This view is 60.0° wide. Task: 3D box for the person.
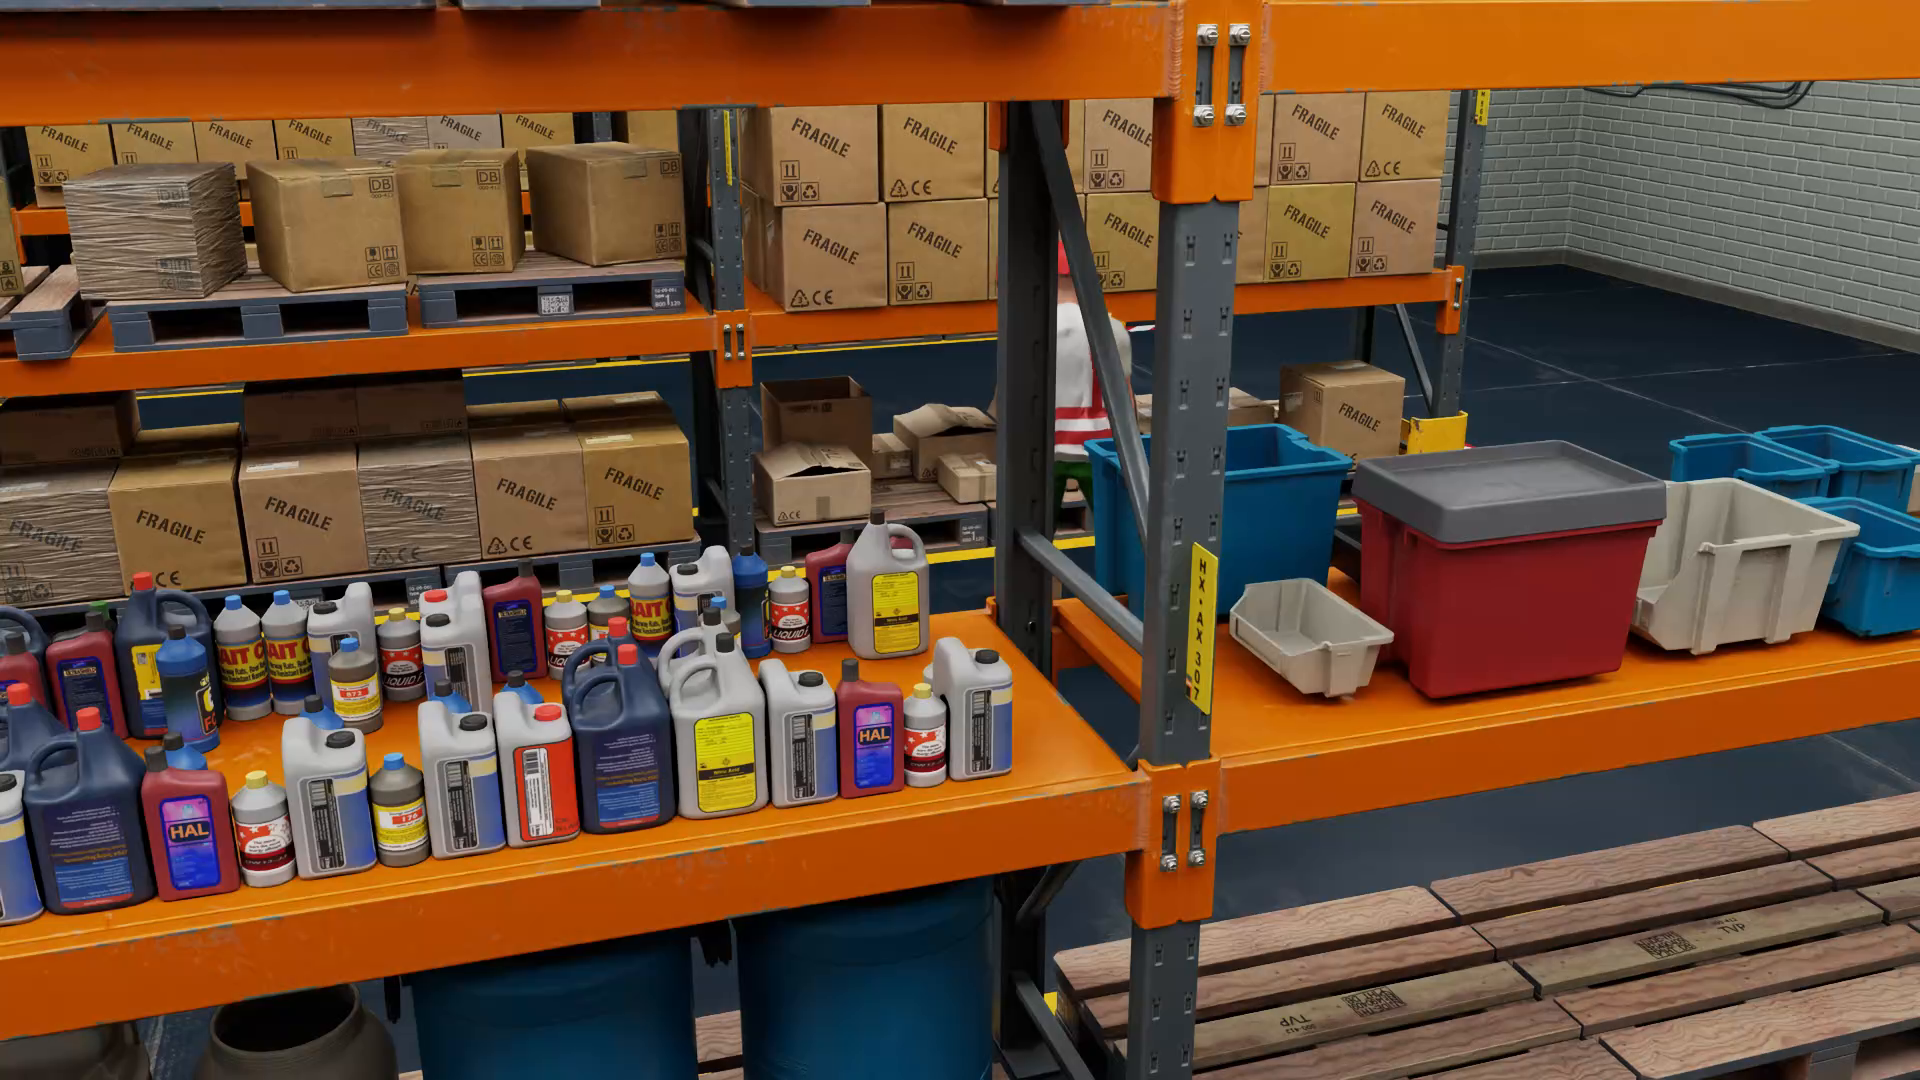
[{"bbox_3d":[0.510,-0.418,7.224,0.606,1.777,0.608,2,19,6],"label":"person"}]
